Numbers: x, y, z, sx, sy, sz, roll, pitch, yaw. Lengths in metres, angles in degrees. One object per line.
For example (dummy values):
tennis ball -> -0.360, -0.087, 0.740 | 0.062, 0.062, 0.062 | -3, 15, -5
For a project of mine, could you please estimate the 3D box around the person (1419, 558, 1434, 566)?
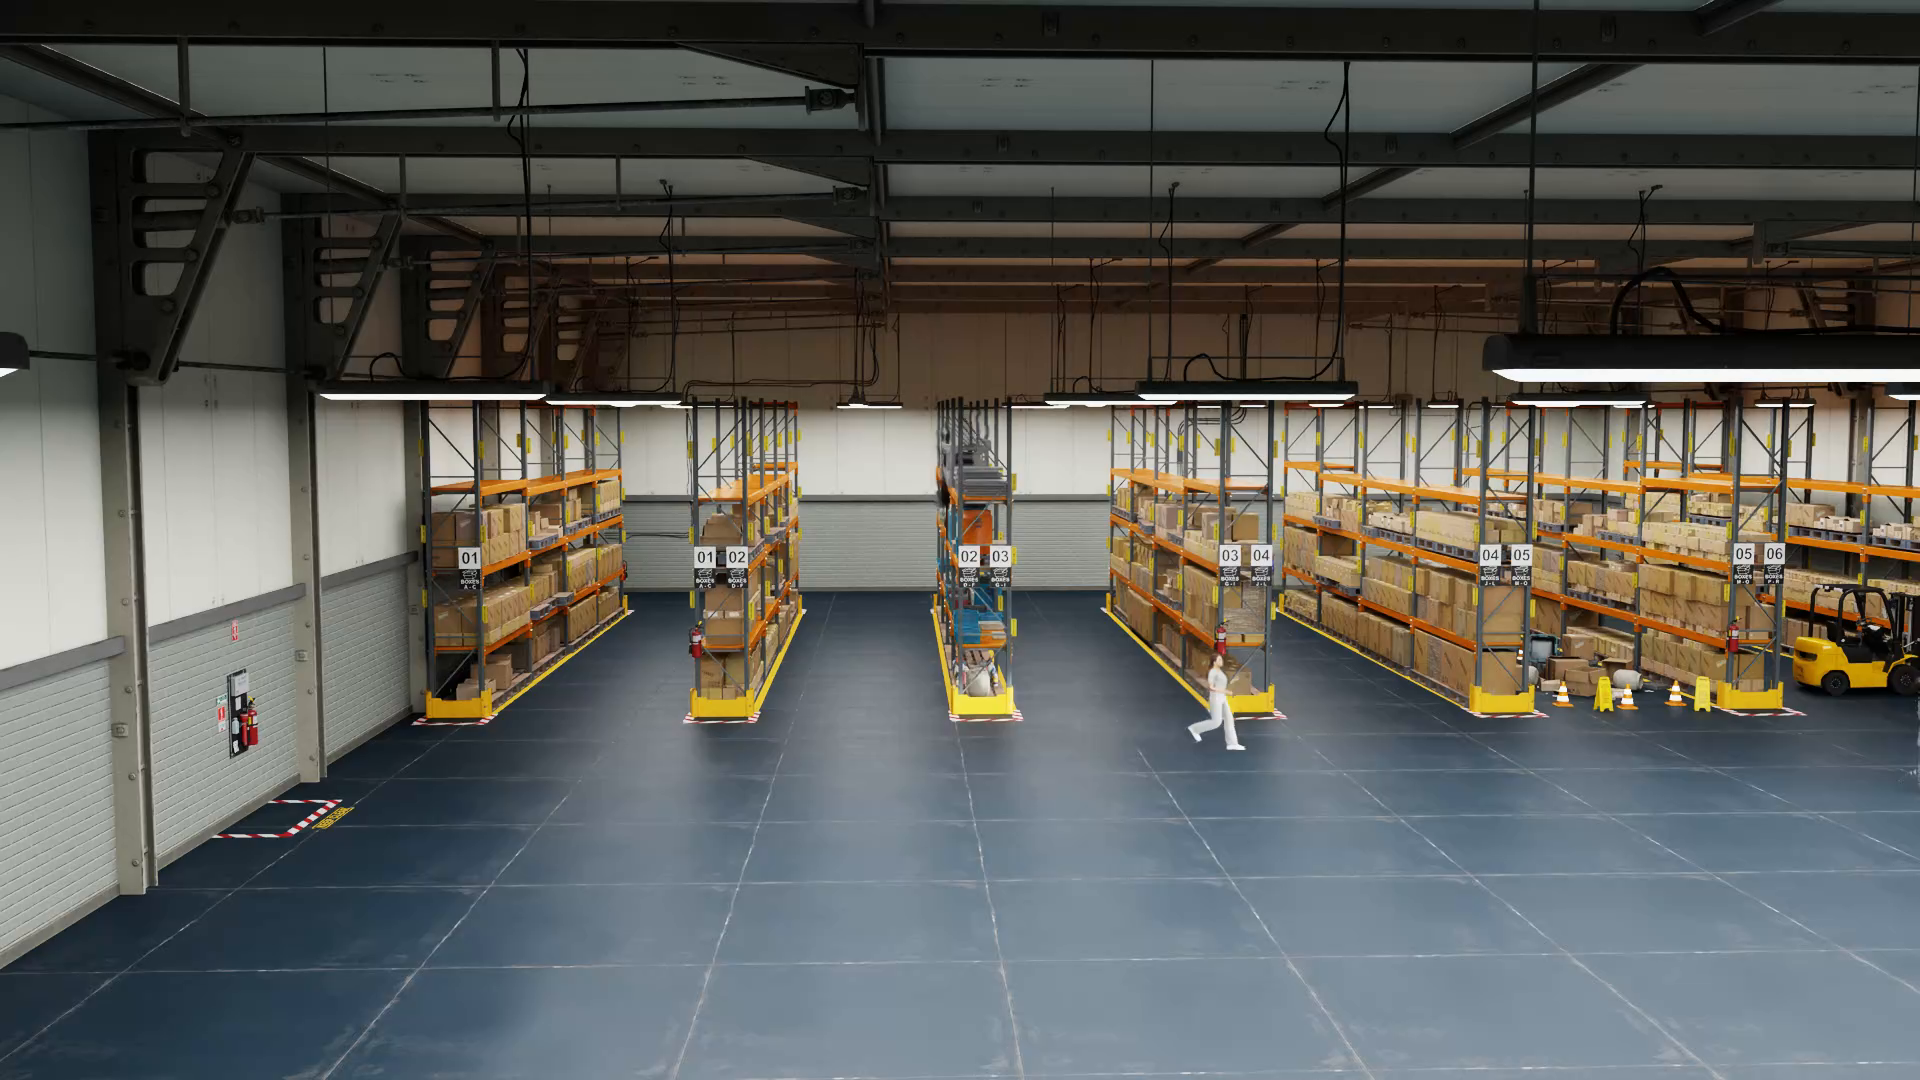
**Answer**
person -> 13.764, 1.069, 49.314 | 0.949, 1.688, 0.654 | 0, 4, 0

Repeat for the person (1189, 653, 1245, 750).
person -> 4.365, 2.848, 28.148 | 0.970, 1.382, 0.584 | 2, 5, 27
